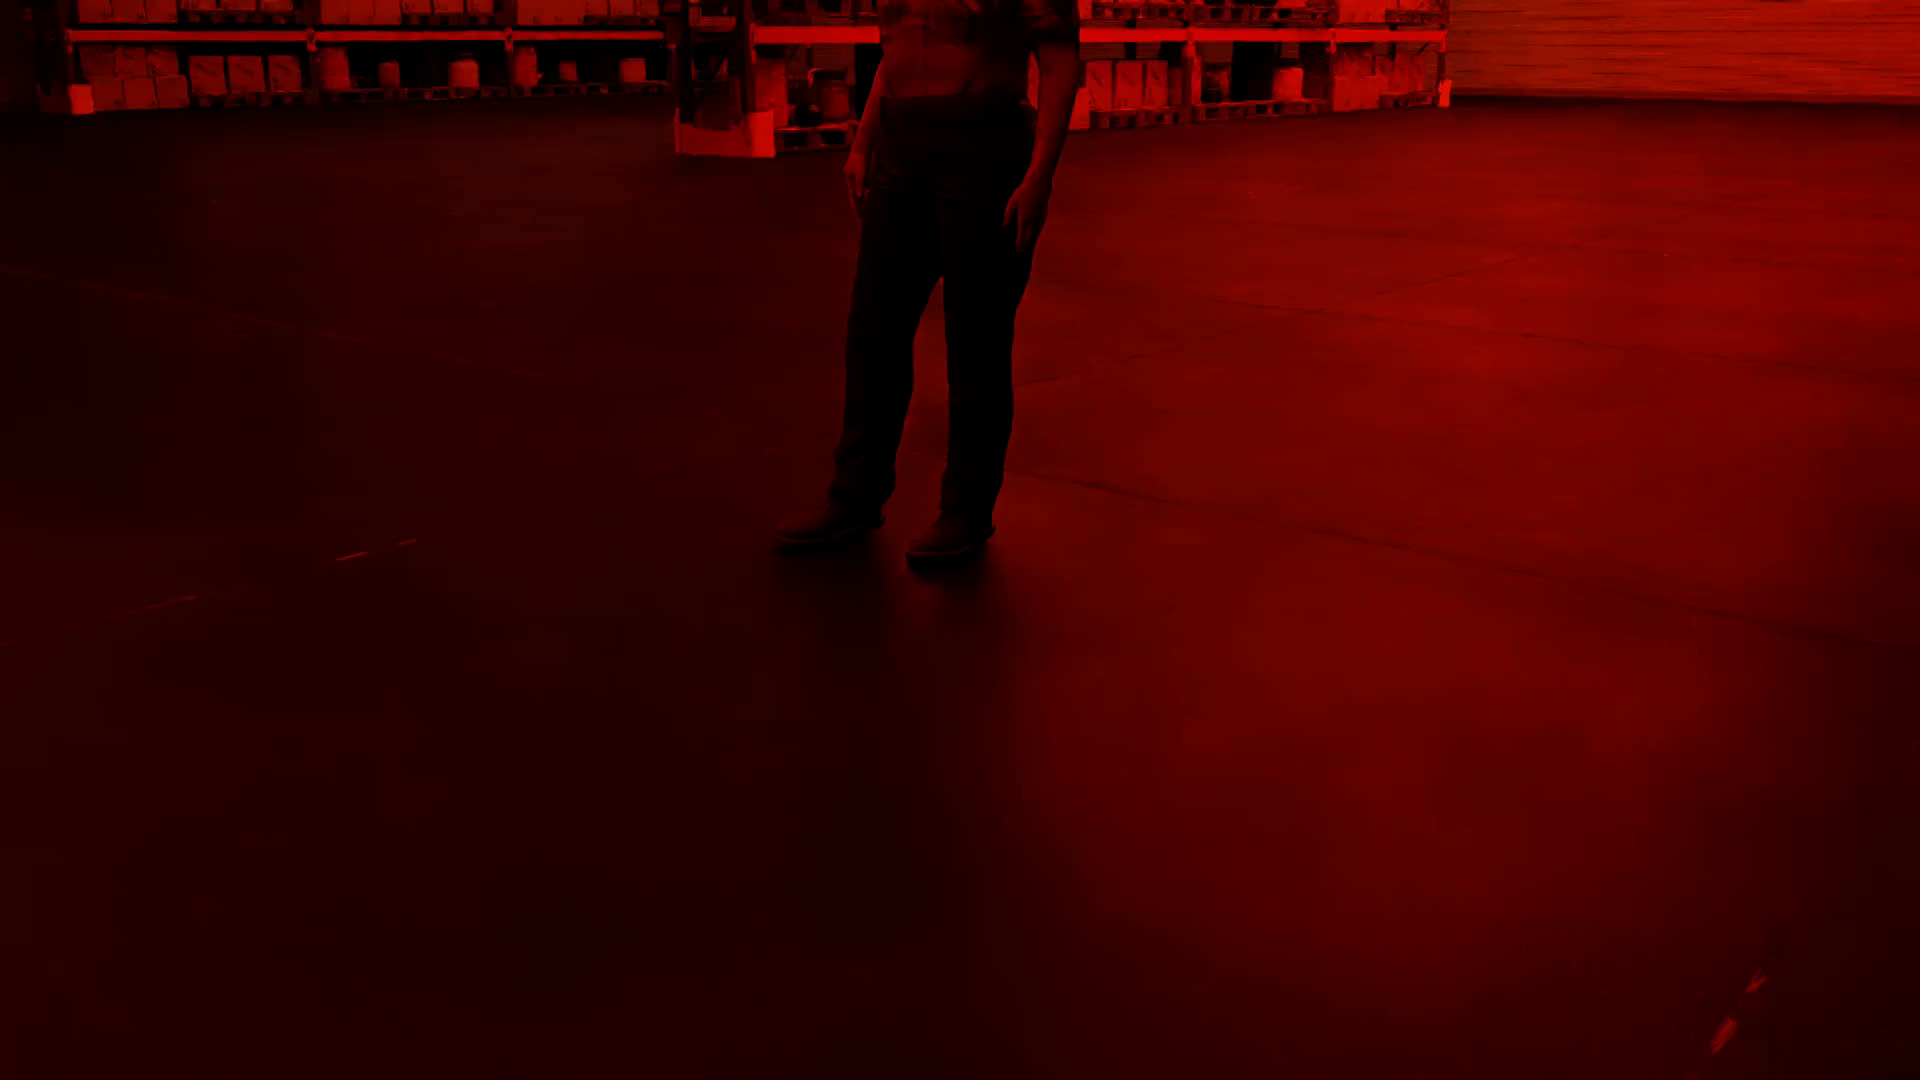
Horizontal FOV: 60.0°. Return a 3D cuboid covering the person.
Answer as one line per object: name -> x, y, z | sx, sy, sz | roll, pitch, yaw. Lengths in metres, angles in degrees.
person -> -0.075, -0.775, 3.649 | 0.599, 1.642, 0.502 | 13, 21, 37
